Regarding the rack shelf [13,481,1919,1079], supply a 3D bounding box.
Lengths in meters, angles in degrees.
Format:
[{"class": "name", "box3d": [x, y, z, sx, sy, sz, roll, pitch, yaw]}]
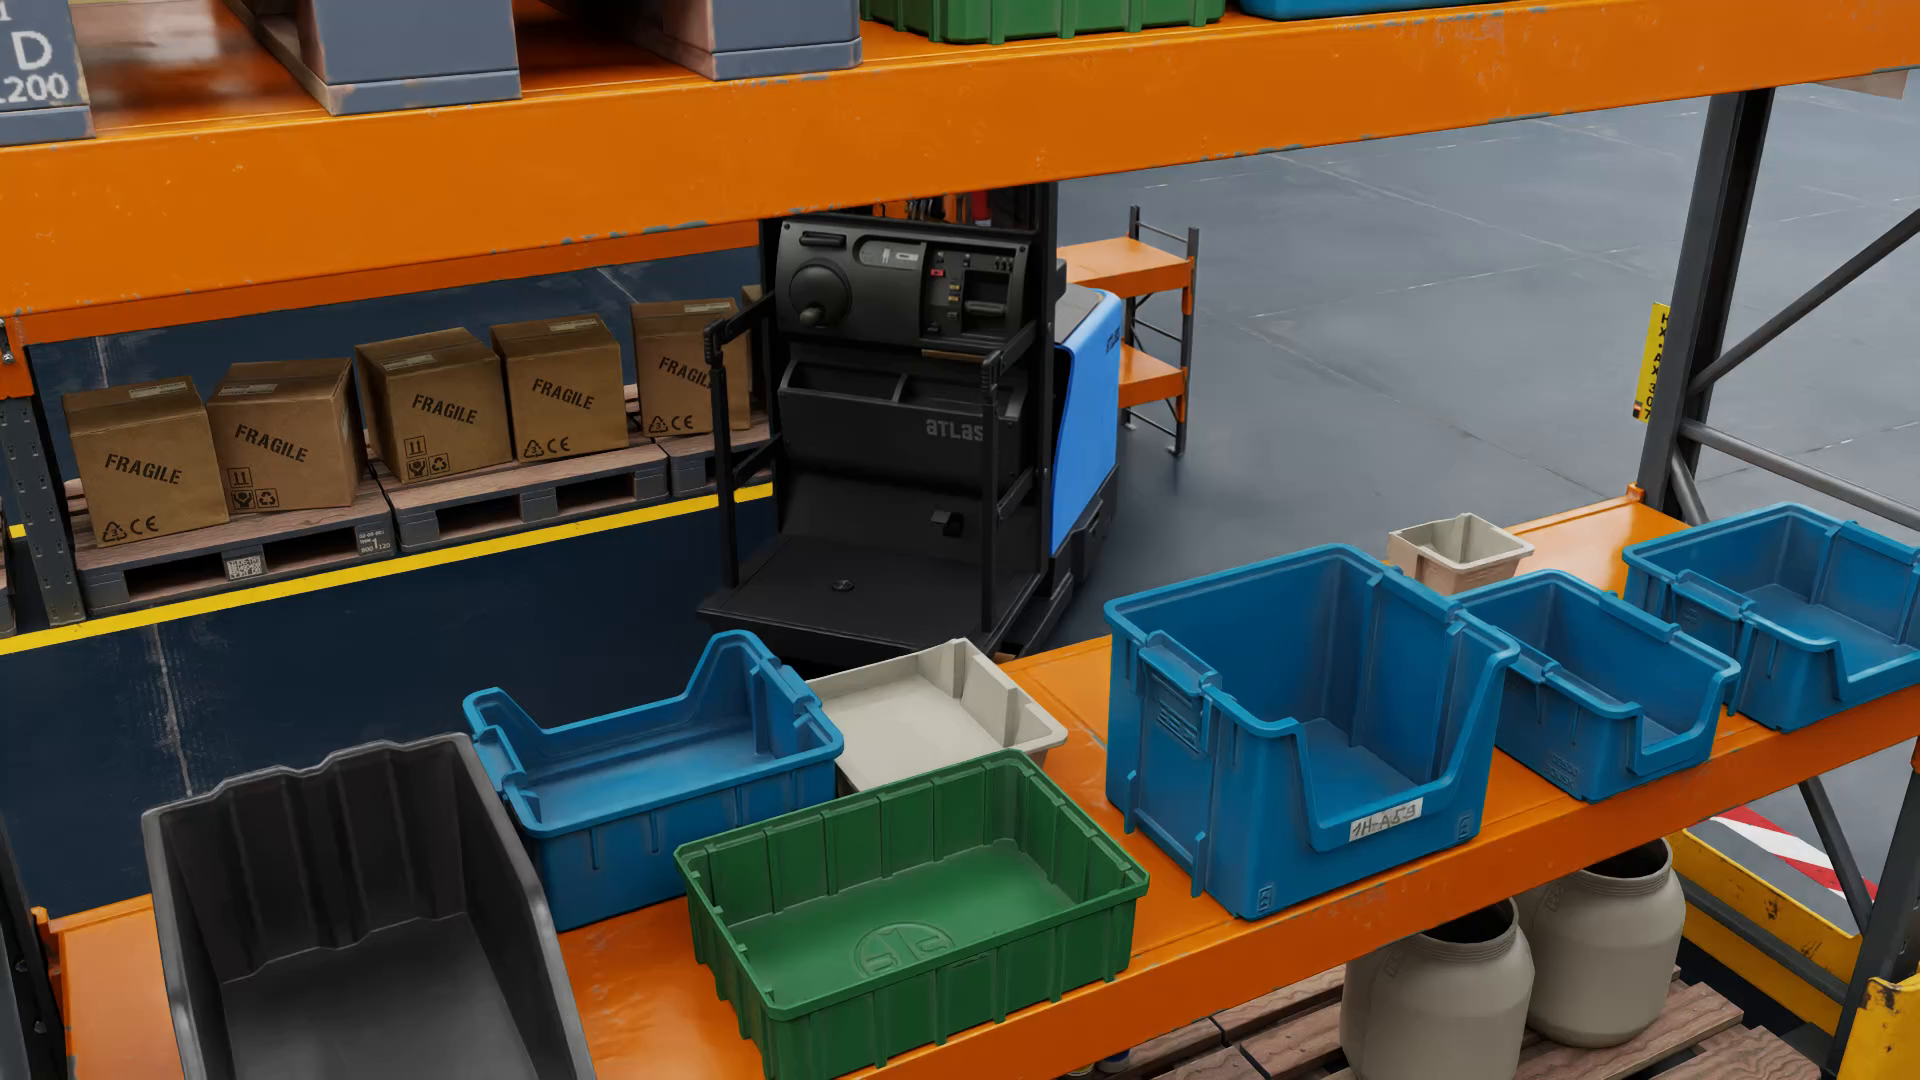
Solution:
[{"class": "rack shelf", "box3d": [0.351, 0.603, 3.360, 4.000, 0.370, 1.077, -13, 29, -25]}]

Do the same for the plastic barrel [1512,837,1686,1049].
[{"class": "plastic barrel", "box3d": [1.571, 0.967, 4.160, 0.421, 0.512, 0.421, 0, 26, 0]}]

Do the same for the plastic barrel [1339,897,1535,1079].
[{"class": "plastic barrel", "box3d": [1.129, 1.069, 3.948, 0.421, 0.512, 0.421, 0, 26, 0]}]

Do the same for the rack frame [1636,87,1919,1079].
[{"class": "rack frame", "box3d": [2.116, -0.129, 4.053, 0.127, 3.000, 1.000, -13, 29, -25]}]

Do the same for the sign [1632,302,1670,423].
[{"class": "sign", "box3d": [1.861, -0.465, 4.432, 0.005, 0.325, 0.100, -13, 29, -25]}]

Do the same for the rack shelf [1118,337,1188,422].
[{"class": "rack shelf", "box3d": [0.522, -0.683, 7.937, 1.000, 0.278, 0.538, -14, 29, -27]}]

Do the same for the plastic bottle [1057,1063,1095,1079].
[{"class": "plastic bottle", "box3d": [0.278, 1.206, 3.998, 0.097, 0.201, 0.097, 0, 26, 0]}]

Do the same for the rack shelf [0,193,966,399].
[{"class": "rack shelf", "box3d": [-1.979, -1.289, 7.300, 4.000, 0.370, 1.077, -13, 29, -25]}]

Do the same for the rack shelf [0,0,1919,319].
[{"class": "rack shelf", "box3d": [0.351, -0.749, 2.711, 4.000, 0.370, 1.077, -13, 29, -25]}]

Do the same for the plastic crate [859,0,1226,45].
[{"class": "plastic crate", "box3d": [0.107, -0.788, 2.205, 0.450, 0.188, 0.336, -13, 29, -25]}]

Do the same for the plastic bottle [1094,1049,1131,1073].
[{"class": "plastic bottle", "box3d": [0.370, 1.153, 4.027, 0.097, 0.271, 0.097, 0, 26, 0]}]

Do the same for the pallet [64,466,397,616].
[{"class": "pallet", "box3d": [-3.168, -0.099, 7.212, 1.213, 0.211, 1.003, -13, 29, -25]}]

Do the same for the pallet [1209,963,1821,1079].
[{"class": "pallet", "box3d": [1.352, 1.325, 4.246, 1.213, 0.211, 1.003, -13, 29, -25]}]

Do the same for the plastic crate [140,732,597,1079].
[{"class": "plastic crate", "box3d": [-0.892, 0.656, 2.490, 0.504, 0.338, 0.767, -13, 29, -25]}]

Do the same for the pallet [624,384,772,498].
[{"class": "pallet", "box3d": [-1.015, -0.596, 8.247, 1.213, 0.211, 1.003, -13, 29, -25]}]

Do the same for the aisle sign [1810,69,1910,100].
[{"class": "aisle sign", "box3d": [2.042, -1.427, 3.754, 0.004, 0.787, 0.394, -13, 29, -25]}]

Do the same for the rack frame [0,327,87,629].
[{"class": "rack frame", "box3d": [-3.744, -1.206, 6.296, 0.127, 3.000, 1.000, -13, 29, -25]}]

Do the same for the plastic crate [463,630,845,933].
[{"class": "plastic crate", "box3d": [-0.565, 0.424, 3.074, 0.616, 0.251, 0.499, -13, 29, -25]}]

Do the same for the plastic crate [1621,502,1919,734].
[{"class": "plastic crate", "box3d": [1.815, 0.154, 3.635, 0.616, 0.251, 0.499, -13, 29, -25]}]

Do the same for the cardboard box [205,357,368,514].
[{"class": "cardboard box", "box3d": [-2.870, -0.454, 7.133, 0.500, 0.500, 0.500, -4, 26, -9]}]

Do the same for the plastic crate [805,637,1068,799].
[{"class": "plastic crate", "box3d": [-0.100, 0.377, 3.303, 0.437, 0.136, 0.530, -13, 29, -25]}]

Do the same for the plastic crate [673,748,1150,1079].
[{"class": "plastic crate", "box3d": [-0.083, 0.613, 2.753, 0.662, 0.188, 0.450, -13, 29, -25]}]

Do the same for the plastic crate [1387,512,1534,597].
[{"class": "plastic crate", "box3d": [1.175, 0.049, 3.986, 0.250, 0.136, 0.298, -13, 29, -25]}]

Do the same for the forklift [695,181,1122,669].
[{"class": "forklift", "box3d": [-0.280, -0.867, 5.669, 1.130, 2.935, 3.031, 9, 27, 17]}]

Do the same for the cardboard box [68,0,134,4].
[{"class": "cardboard box", "box3d": [-3.227, -1.830, 5.982, 0.500, 0.500, 0.500, -13, 29, -25]}]

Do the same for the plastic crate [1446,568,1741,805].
[{"class": "plastic crate", "box3d": [1.240, 0.284, 3.364, 0.408, 0.251, 0.499, -13, 29, -25]}]

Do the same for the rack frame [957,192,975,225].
[{"class": "rack frame", "box3d": [-0.215, -2.020, 7.993, 0.127, 3.000, 1.000, -13, 29, -25]}]

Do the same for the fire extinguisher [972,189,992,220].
[{"class": "fire extinguisher", "box3d": [0.103, -1.833, 7.691, 0.183, 0.674, 0.296, -13, 29, -25]}]

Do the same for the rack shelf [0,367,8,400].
[{"class": "rack shelf", "box3d": [-5.509, -0.474, 5.603, 4.000, 0.370, 1.077, -13, 29, -25]}]

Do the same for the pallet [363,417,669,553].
[{"class": "pallet", "box3d": [-2.090, -0.349, 7.733, 1.213, 0.211, 1.003, -13, 29, -25]}]

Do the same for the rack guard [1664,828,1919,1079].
[{"class": "rack guard", "box3d": [2.071, 1.031, 4.524, 0.348, 0.500, 1.175, -13, 29, -25]}]

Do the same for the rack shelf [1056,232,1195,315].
[{"class": "rack shelf", "box3d": [0.522, -1.167, 7.704, 1.000, 0.278, 0.538, -14, 29, -27]}]

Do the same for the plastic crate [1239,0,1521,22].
[{"class": "plastic crate", "box3d": [0.575, -0.971, 2.359, 0.575, 0.384, 0.392, -13, 29, -25]}]

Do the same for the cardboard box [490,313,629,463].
[{"class": "cardboard box", "box3d": [-1.846, -0.707, 7.660, 0.500, 0.500, 0.500, -10, 27, -20]}]

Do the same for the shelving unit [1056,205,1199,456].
[{"class": "shelving unit", "box3d": [0.522, -0.903, 7.831, 1.048, 1.125, 0.538, -14, 29, -27]}]

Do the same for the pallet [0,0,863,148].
[{"class": "pallet", "box3d": [-0.823, -0.766, 2.131, 1.003, 0.211, 1.213, -13, 29, -25]}]

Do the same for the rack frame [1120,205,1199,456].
[{"class": "rack frame", "box3d": [0.960, -1.015, 8.064, 0.032, 1.125, 0.500, -14, 29, -27]}]

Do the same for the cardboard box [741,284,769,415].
[{"class": "cardboard box", "box3d": [-0.773, -0.962, 8.191, 0.500, 0.500, 0.500, -8, 27, -16]}]

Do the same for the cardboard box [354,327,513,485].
[{"class": "cardboard box", "box3d": [-2.360, -0.610, 7.459, 0.500, 0.500, 0.500, -16, 30, -30]}]

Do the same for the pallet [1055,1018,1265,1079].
[{"class": "pallet", "box3d": [0.277, 1.572, 3.732, 1.213, 0.211, 1.003, -13, 29, -25]}]

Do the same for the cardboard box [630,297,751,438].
[{"class": "cardboard box", "box3d": [-1.285, -0.827, 7.910, 0.500, 0.500, 0.500, -6, 26, -12]}]

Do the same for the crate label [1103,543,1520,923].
[{"class": "crate label", "box3d": [0.619, 0.333, 3.049, 0.616, 0.435, 0.502, -13, 29, -25]}]

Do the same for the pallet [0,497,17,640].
[{"class": "pallet", "box3d": [-4.430, 0.210, 6.568, 1.213, 0.211, 1.003, -13, 29, -25]}]

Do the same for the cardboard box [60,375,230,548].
[{"class": "cardboard box", "box3d": [-3.372, -0.334, 6.884, 0.500, 0.500, 0.500, -14, 29, -27]}]
